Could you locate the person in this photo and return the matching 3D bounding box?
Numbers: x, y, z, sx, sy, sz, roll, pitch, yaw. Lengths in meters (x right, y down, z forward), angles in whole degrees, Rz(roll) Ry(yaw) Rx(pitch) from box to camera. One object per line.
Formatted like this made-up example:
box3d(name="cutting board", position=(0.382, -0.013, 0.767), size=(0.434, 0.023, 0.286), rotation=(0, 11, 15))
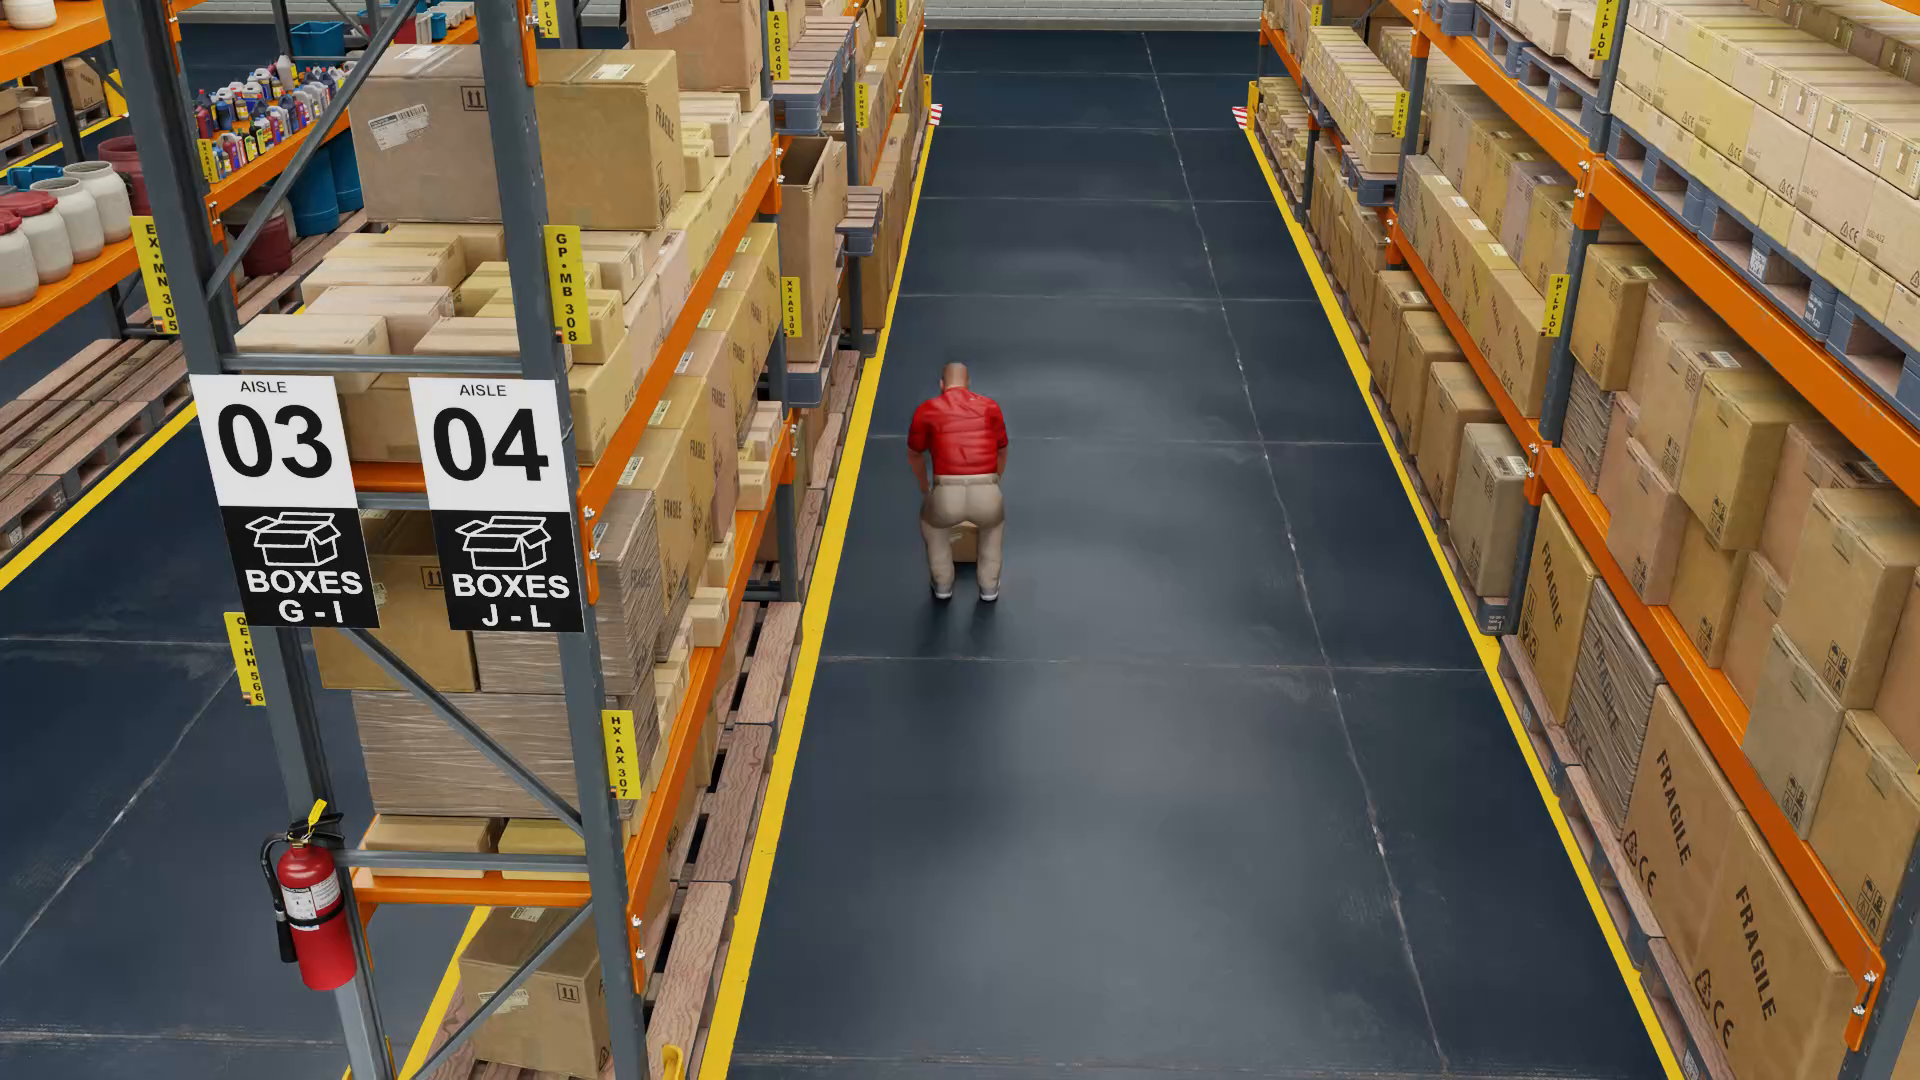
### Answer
box3d(name="person", position=(-0.012, -0.311, 9.675), size=(0.589, 1.319, 0.756), rotation=(-1, 28, -1))
